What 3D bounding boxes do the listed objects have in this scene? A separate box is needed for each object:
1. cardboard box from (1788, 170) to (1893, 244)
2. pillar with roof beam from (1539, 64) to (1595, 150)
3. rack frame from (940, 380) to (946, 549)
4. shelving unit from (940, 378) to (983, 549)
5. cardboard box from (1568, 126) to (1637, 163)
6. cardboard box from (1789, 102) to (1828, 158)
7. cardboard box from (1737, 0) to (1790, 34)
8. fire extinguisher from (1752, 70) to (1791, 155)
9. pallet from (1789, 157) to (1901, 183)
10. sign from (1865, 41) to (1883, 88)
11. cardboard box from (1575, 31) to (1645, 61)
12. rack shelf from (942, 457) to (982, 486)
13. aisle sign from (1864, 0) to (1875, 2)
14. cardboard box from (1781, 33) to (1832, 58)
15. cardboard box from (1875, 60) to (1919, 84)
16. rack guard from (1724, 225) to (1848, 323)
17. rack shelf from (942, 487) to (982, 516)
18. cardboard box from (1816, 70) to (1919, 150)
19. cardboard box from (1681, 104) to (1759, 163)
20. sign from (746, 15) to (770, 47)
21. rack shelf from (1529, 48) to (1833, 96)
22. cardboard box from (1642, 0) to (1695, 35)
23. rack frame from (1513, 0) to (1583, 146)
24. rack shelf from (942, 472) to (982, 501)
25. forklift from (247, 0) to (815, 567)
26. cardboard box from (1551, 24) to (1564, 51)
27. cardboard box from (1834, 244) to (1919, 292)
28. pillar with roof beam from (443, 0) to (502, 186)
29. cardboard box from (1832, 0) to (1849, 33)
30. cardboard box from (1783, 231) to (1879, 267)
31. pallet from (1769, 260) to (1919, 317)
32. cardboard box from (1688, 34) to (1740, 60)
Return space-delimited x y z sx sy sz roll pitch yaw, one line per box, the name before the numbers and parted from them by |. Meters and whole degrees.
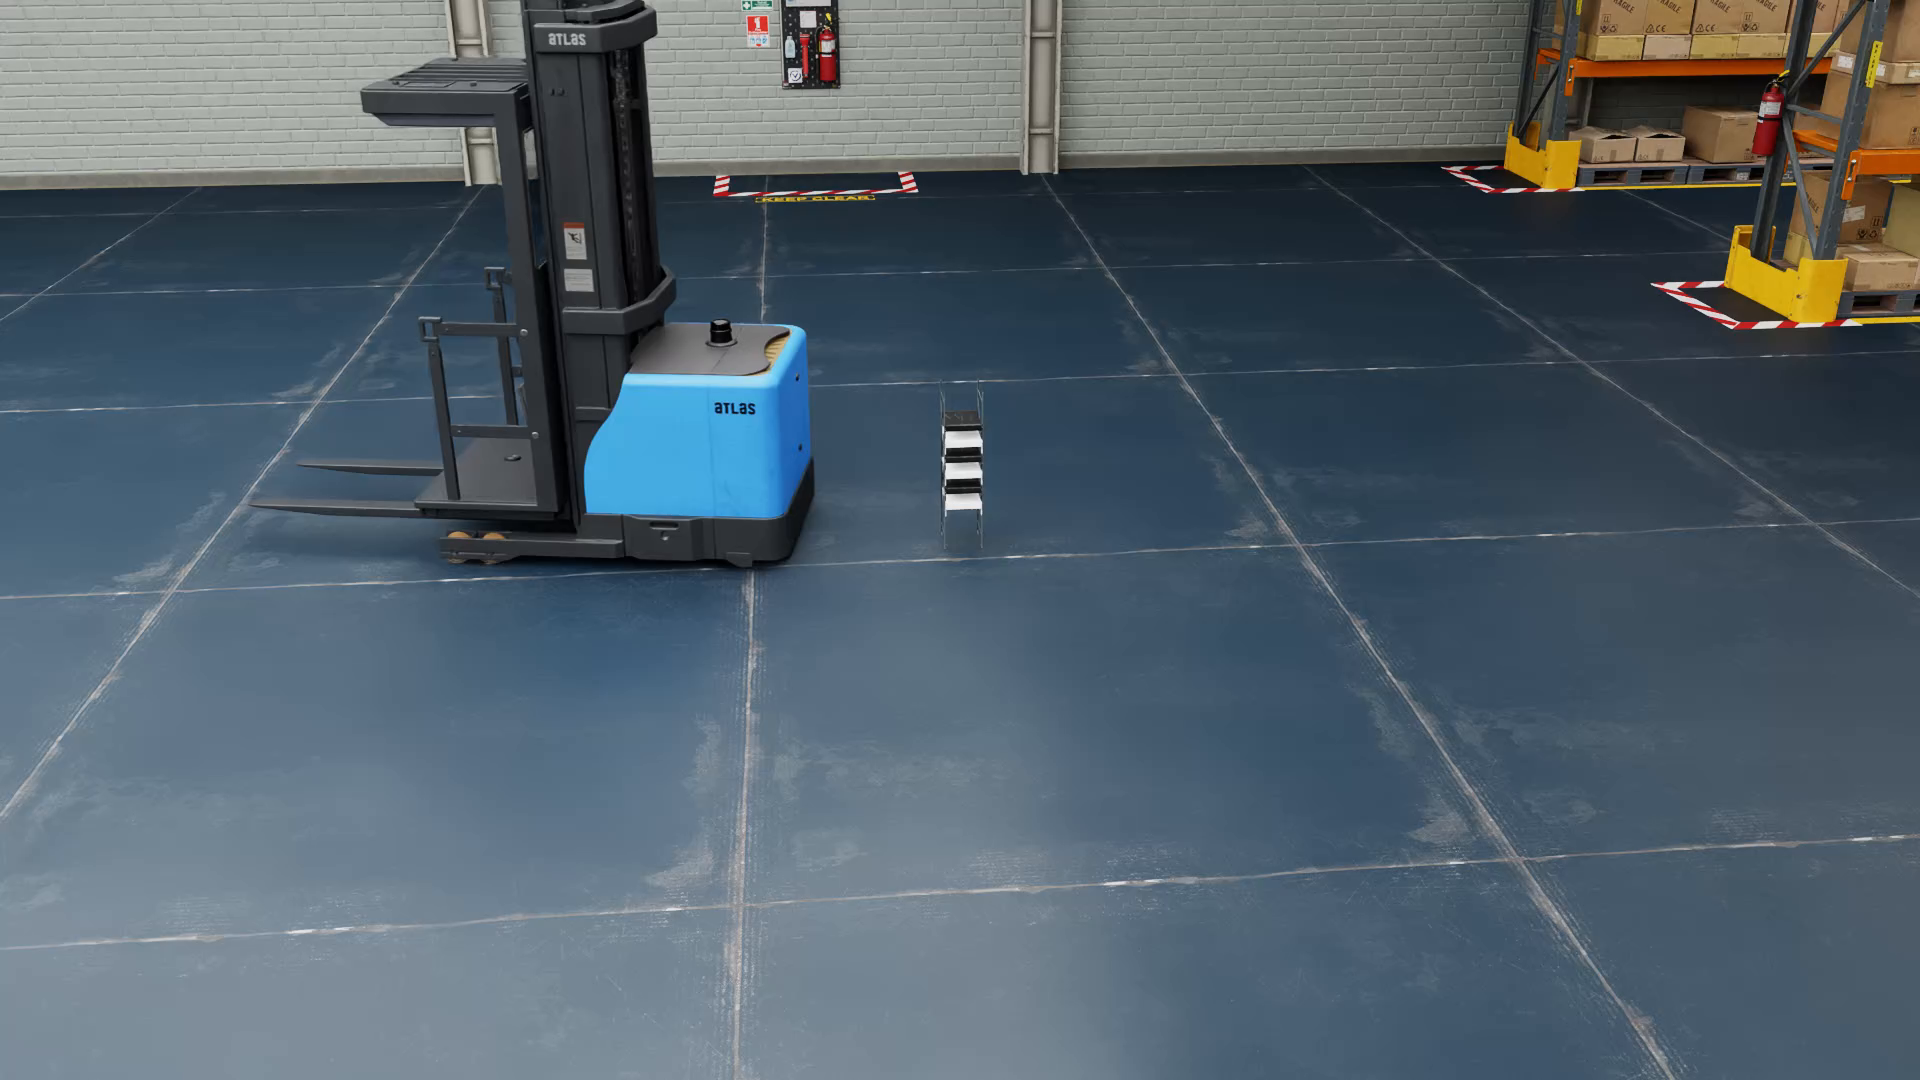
cardboard box | 7.229 -2.740 13.666 0.500 0.500 0.500 -2 24 -5
pillar with roof beam | 7.269 -6.701 13.247 0.400 9.000 9.100 -2 24 -5
rack frame | -0.093 -0.407 9.059 0.006 0.900 0.240 -2 24 -5
shelving unit | 0.008 -0.412 9.068 0.210 0.900 0.258 -2 24 -5
cardboard box | 6.932 -4.286 17.968 0.500 0.311 0.500 -5 24 -11
cardboard box | 9.186 -4.483 18.179 0.500 0.500 0.500 -4 24 -9
cardboard box | 8.259 -5.562 17.307 0.500 0.500 0.500 -2 24 -3
fire extinguisher | 6.562 -3.468 13.454 0.183 0.674 0.296 -2 24 -5
pallet | 9.550 -4.166 18.364 1.213 0.211 1.003 -2 24 -5
sign | 6.773 -3.527 12.329 0.005 0.325 0.100 -2 24 -5
cardboard box | 6.751 -5.154 17.312 0.500 0.250 0.500 -3 24 -7
rack shelf | 0.008 -0.381 9.081 0.200 0.077 0.258 -2 24 -5
aisle sign | 6.690 -4.381 12.214 0.004 0.787 0.394 -2 24 -5
cardboard box | 8.778 -5.238 17.502 0.500 0.250 0.500 -2 24 -5
cardboard box | 7.136 -3.591 12.713 0.250 0.149 0.380 -2 24 -6
rack guard | 6.701 -2.177 13.532 0.348 0.500 1.175 -2 24 -5
rack shelf | 0.008 -0.217 9.155 0.200 0.077 0.258 -2 24 -5
cardboard box | 7.191 -3.379 13.036 0.500 0.500 0.700 -2 24 -5
cardboard box | 8.234 -4.404 18.001 0.500 0.500 0.700 -4 24 -8
sign | -2.149 -5.413 17.691 0.234 0.329 0.001 -2 24 -5
rack shelf | 8.225 -5.073 17.856 4.000 0.370 1.077 -2 24 -5
cardboard box | 7.232 -5.519 17.210 0.500 0.500 0.500 -2 24 -5
rack frame | 6.234 -5.322 17.531 0.127 3.000 1.000 -2 24 -5
rack shelf | 0.008 -0.299 9.118 0.200 0.077 0.258 -2 24 -5
forklift | -2.389 -1.419 8.835 3.031 2.935 1.130 2 24 4
cardboard box | 6.680 -5.360 17.775 0.500 0.250 0.500 -2 24 -4
cardboard box | 7.280 -2.187 13.345 0.500 0.250 0.500 -2 24 -5
pillar with roof beam | -4.673 -6.222 12.169 0.400 9.000 9.100 -2 24 -5
cardboard box | 9.279 -5.599 17.390 0.500 0.500 0.500 -2 24 -5
cardboard box | 7.229 -2.396 13.816 0.500 0.250 0.500 -2 24 -5
pallet | 7.482 -2.093 13.699 1.213 0.211 1.003 -2 24 -5
cardboard box | 7.774 -5.198 17.412 0.500 0.250 0.500 -3 24 -6
